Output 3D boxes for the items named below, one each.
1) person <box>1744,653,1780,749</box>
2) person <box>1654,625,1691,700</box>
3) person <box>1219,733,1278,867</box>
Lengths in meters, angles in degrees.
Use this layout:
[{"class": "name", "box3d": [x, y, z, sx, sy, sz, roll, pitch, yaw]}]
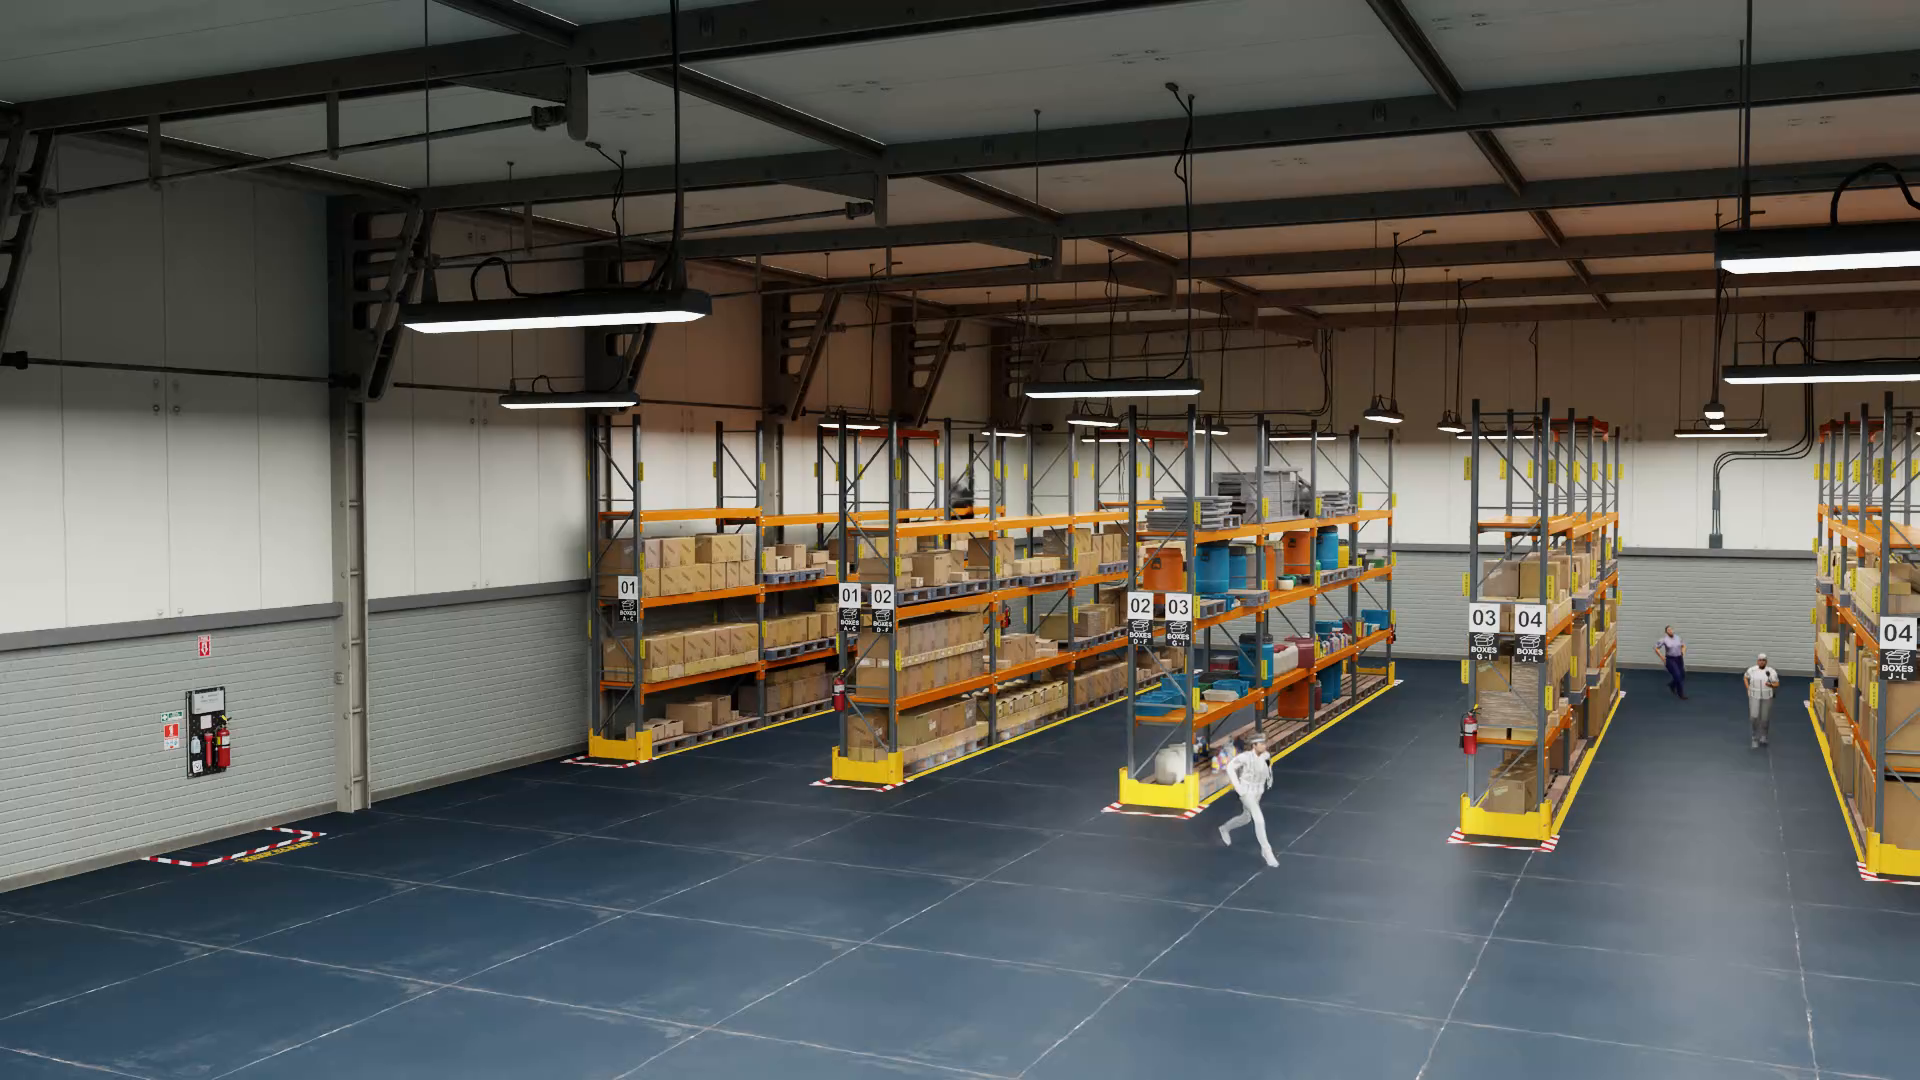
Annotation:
[{"class": "person", "box3d": [14.593, 2.925, 30.278, 0.584, 1.725, 0.711, 1, 3, 24]}, {"class": "person", "box3d": [15.714, 2.727, 36.671, 0.670, 1.528, 0.826, 0, 2, -9]}, {"class": "person", "box3d": [3.734, 3.294, 21.490, 0.619, 1.684, 1.045, -2, 3, -36]}]
